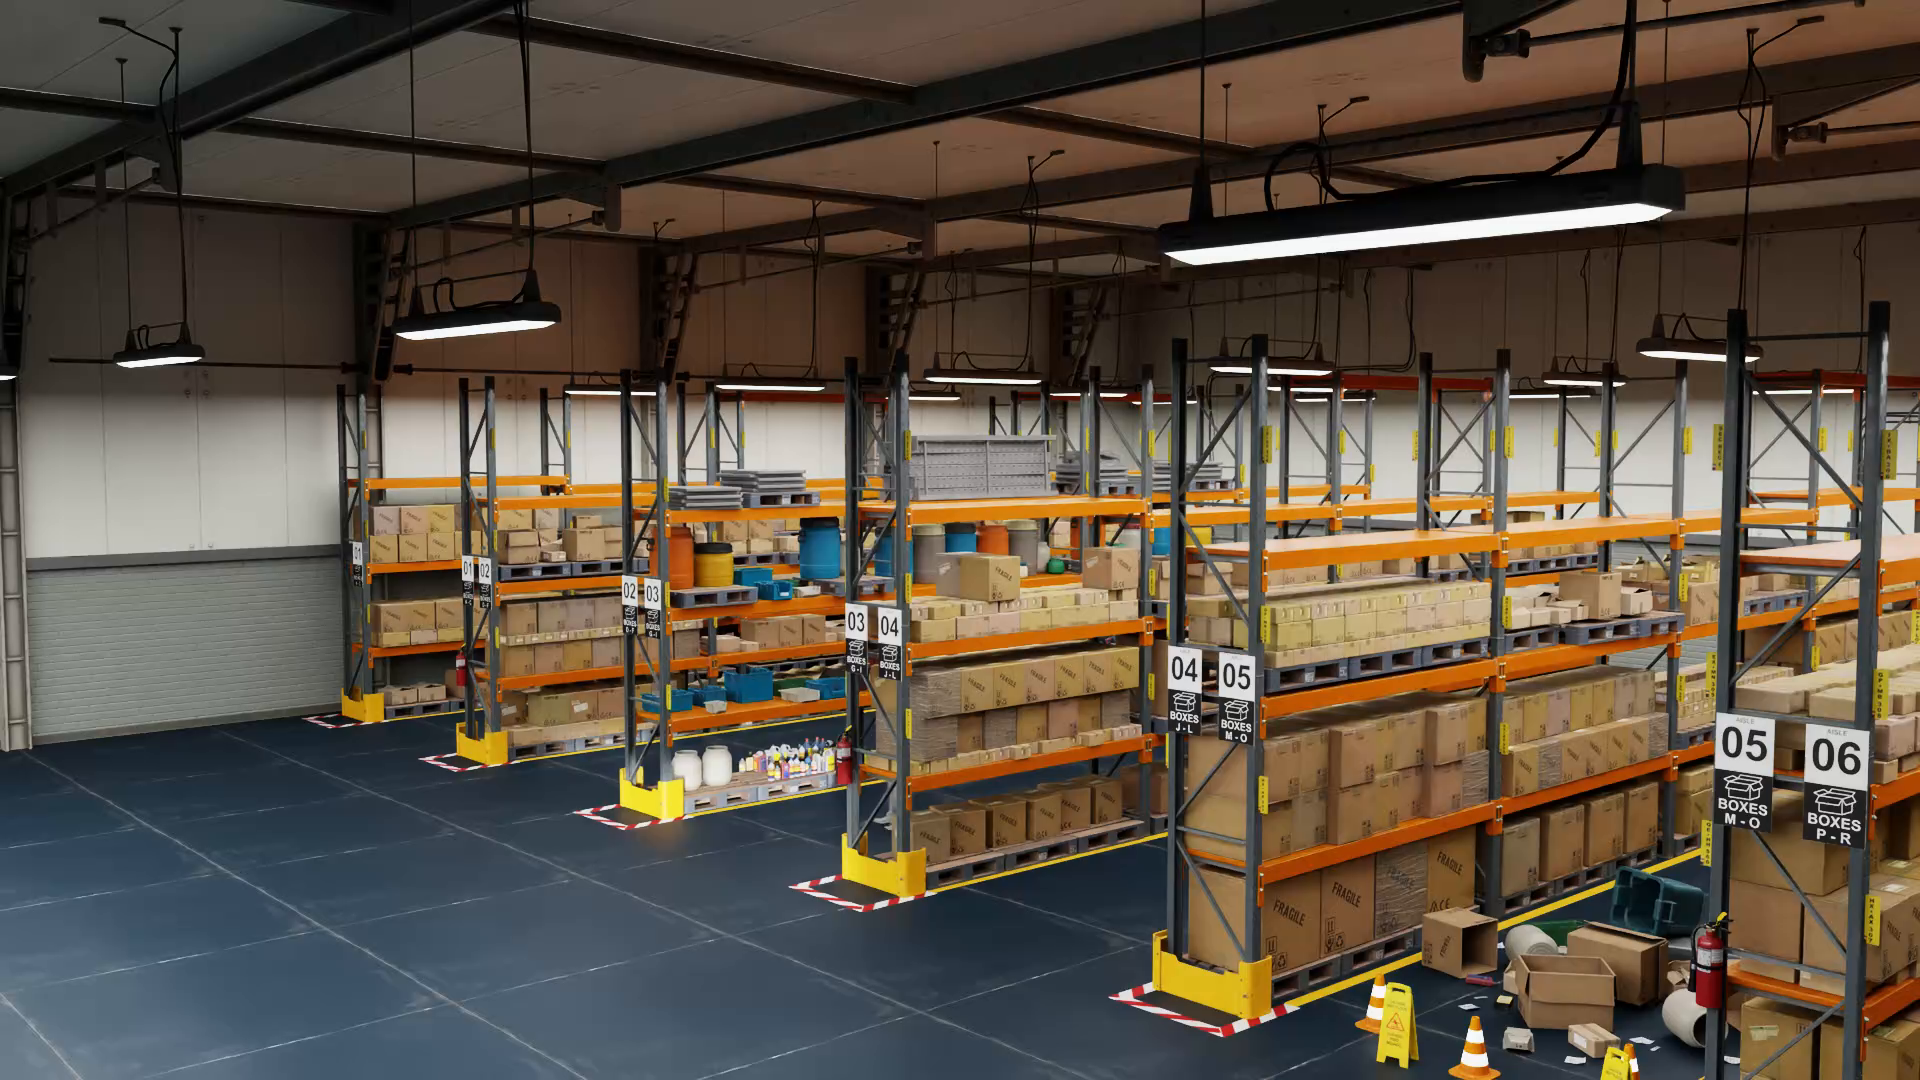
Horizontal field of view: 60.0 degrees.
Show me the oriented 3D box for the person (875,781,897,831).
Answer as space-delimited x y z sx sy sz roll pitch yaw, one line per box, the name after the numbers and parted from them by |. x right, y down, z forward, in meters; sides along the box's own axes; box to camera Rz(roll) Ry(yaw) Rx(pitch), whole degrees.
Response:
-0.903 2.869 21.638 0.583 1.779 0.607 2 4 23 | person
